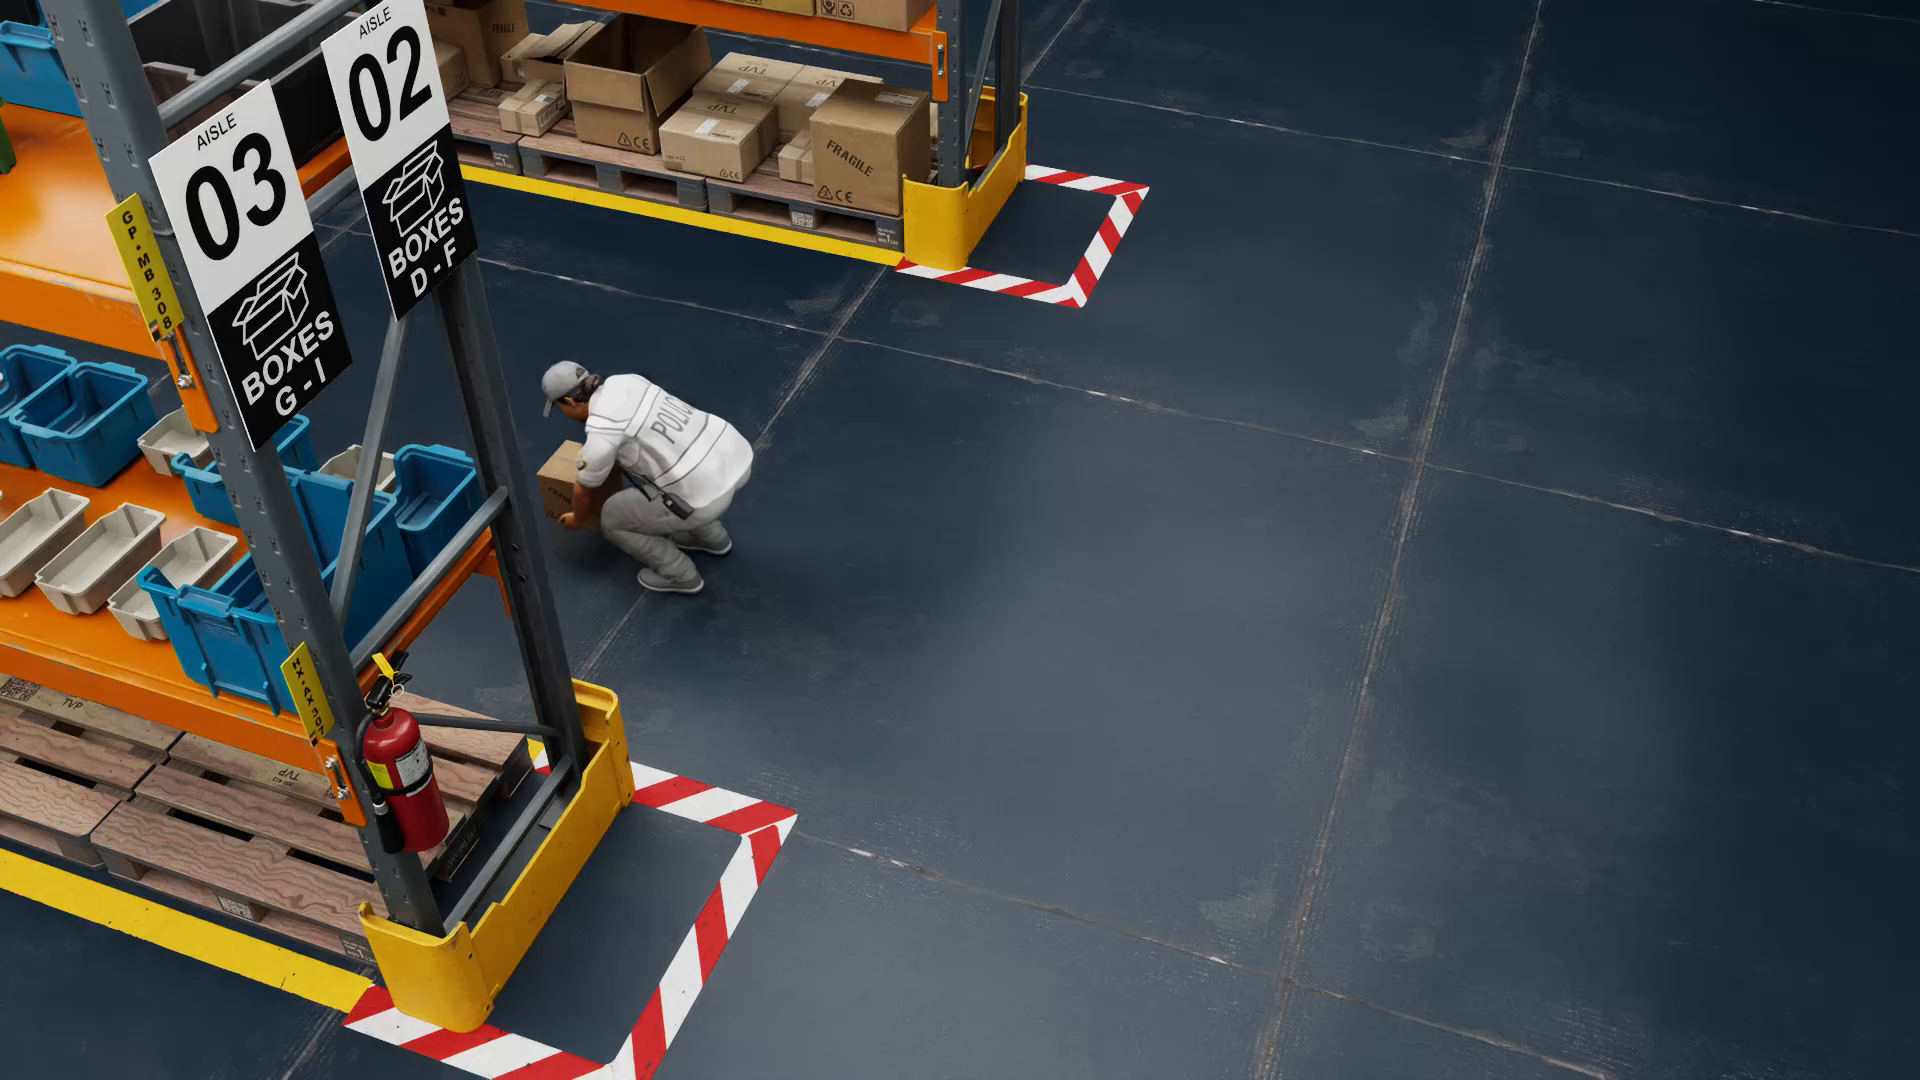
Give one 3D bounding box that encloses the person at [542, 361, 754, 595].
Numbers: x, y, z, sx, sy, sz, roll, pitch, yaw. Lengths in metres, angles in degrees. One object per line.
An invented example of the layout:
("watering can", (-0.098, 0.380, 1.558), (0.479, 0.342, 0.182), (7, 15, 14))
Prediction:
("person", (-1.290, -0.275, 6.954), (0.836, 1.021, 0.530), (14, 44, 15))
